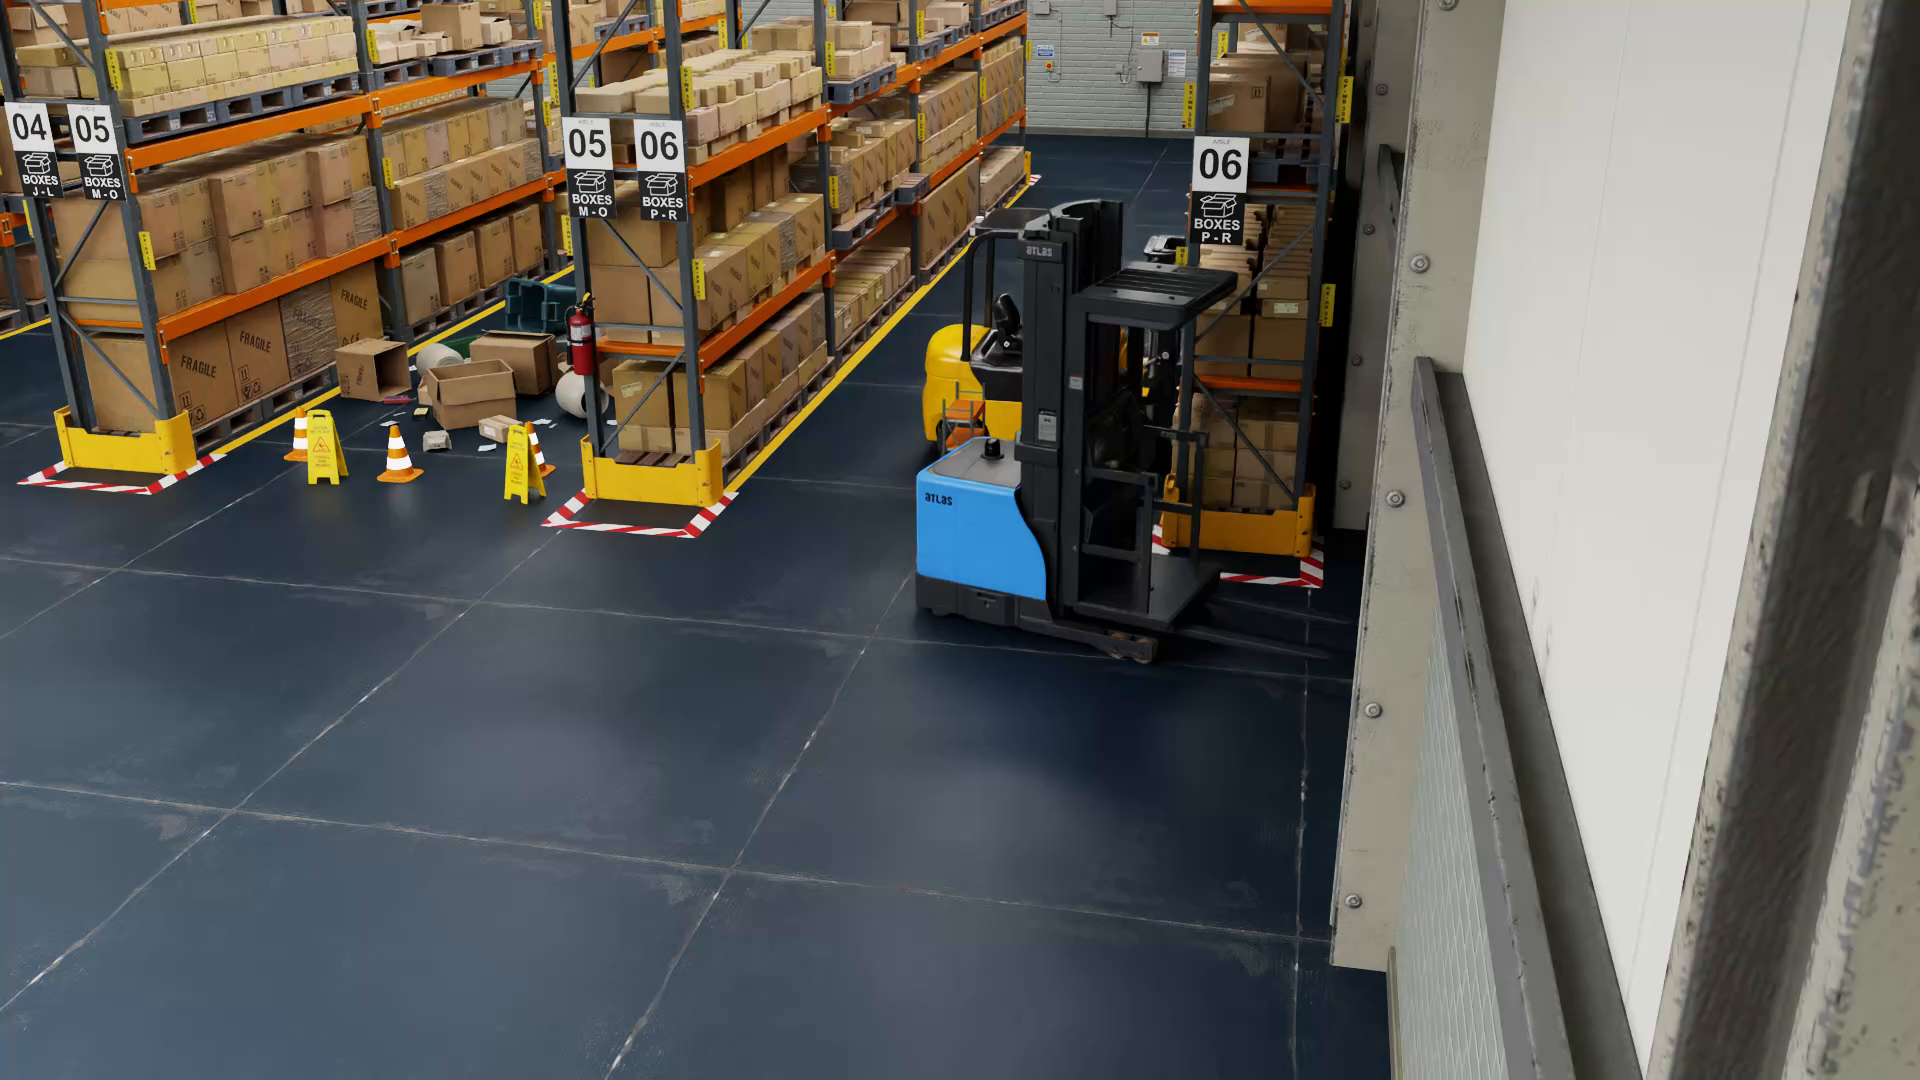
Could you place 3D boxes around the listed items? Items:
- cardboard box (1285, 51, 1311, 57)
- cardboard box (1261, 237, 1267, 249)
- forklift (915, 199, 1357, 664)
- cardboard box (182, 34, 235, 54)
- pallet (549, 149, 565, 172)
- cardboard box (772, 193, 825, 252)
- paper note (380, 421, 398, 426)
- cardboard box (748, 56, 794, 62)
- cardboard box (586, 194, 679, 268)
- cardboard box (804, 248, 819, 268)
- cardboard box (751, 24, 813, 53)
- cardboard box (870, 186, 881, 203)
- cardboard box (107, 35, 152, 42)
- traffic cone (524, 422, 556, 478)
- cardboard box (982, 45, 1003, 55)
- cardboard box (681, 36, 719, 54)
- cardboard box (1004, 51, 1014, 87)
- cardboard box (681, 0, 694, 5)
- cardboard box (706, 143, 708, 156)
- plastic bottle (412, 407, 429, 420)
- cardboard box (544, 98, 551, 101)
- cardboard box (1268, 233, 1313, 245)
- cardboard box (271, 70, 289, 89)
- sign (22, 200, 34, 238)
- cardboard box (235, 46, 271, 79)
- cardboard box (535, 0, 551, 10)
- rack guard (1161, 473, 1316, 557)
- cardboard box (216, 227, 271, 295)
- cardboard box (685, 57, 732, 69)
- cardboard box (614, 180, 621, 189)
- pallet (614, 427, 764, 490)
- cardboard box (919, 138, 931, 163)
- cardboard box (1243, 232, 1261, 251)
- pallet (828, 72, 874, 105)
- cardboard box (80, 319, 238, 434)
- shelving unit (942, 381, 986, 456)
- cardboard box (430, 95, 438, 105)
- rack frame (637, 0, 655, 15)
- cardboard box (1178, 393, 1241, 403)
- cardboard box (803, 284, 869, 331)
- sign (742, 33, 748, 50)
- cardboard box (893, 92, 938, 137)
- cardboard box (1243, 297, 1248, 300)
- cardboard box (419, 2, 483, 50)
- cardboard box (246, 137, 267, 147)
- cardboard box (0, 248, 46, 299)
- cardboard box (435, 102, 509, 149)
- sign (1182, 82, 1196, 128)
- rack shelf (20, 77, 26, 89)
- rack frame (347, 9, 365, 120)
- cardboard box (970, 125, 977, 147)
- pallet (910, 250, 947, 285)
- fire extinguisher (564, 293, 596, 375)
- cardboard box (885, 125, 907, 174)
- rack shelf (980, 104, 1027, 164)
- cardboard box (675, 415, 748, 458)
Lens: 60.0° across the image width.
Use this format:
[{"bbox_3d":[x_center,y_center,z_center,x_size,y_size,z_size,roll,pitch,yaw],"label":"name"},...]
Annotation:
[{"bbox_3d":[3.485,-5.034,17.470,0.380,0.166,0.250,4,22,11],"label":"cardboard box"},{"bbox_3d":[2.593,-2.544,15.551,0.500,0.500,0.500,5,22,12],"label":"cardboard box"},{"bbox_3d":[1.227,-0.746,11.313,3.031,2.935,1.130,11,24,25],"label":"forklift"},{"bbox_3d":[-6.874,-4.535,15.186,0.380,0.149,0.250,4,22,10],"label":"cardboard box"},{"bbox_3d":[-5.840,-5.192,22.516,1.213,0.211,1.003,4,22,11],"label":"pallet"},{"bbox_3d":[-1.678,-3.211,16.811,0.500,0.500,0.500,4,22,10],"label":"cardboard box"},{"bbox_3d":[-5.540,-1.137,16.168,0.144,0.017,0.142,13,25,29],"label":"paper note"},{"bbox_3d":[-1.801,-4.531,15.874,0.380,0.149,0.250,5,22,12],"label":"cardboard box"},{"bbox_3d":[-2.757,-2.597,13.947,0.700,0.500,0.500,4,22,10],"label":"cardboard box"},{"bbox_3d":[-1.642,-2.859,16.805,0.380,0.149,0.250,5,22,12],"label":"cardboard box"},{"bbox_3d":[-1.838,-5.179,17.182,0.500,0.250,0.500,5,22,12],"label":"cardboard box"},{"bbox_3d":[-1.116,-3.939,18.924,0.380,0.149,0.250,5,23,13],"label":"cardboard box"},{"bbox_3d":[-7.569,-4.492,15.080,0.380,0.149,0.250,5,22,11],"label":"cardboard box"},{"bbox_3d":[-3.822,-0.824,14.812,0.336,0.463,0.334,4,22,11],"label":"traffic cone"},{"bbox_3d":[0.462,-7.696,26.138,0.380,0.149,0.250,5,23,13],"label":"cardboard box"},{"bbox_3d":[-4.300,-8.023,27.420,0.500,0.500,0.500,6,23,14],"label":"cardboard box"},{"bbox_3d":[0.570,-7.539,26.615,0.500,0.500,0.500,4,22,11],"label":"cardboard box"},{"bbox_3d":[-4.510,-8.551,26.117,0.500,0.250,0.500,5,22,12],"label":"cardboard box"},{"bbox_3d":[-2.296,-3.220,13.685,0.380,0.149,0.250,4,22,9],"label":"cardboard box"},{"bbox_3d":[-5.317,-1.252,16.410,0.133,0.061,0.283,-3,22,-8],"label":"plastic bottle"},{"bbox_3d":[-5.859,-6.247,23.858,0.380,0.149,0.250,5,23,13],"label":"cardboard box"},{"bbox_3d":[2.834,-2.524,14.235,0.380,0.149,0.250,5,22,11],"label":"cardboard box"},{"bbox_3d":[-6.717,-4.441,16.022,0.380,0.149,0.250,4,22,10],"label":"cardboard box"},{"bbox_3d":[-8.042,-2.779,14.403,0.100,0.325,0.005,4,22,11],"label":"sign"},{"bbox_3d":[-6.856,-4.498,15.628,0.500,0.250,0.500,4,22,11],"label":"cardboard box"},{"bbox_3d":[-5.424,-7.120,21.874,0.396,0.266,0.258,4,22,11],"label":"cardboard box"},{"bbox_3d":[2.208,-0.200,13.212,1.175,0.500,0.348,4,22,11],"label":"rack guard"},{"bbox_3d":[-7.154,-2.693,15.854,0.875,0.550,0.550,4,22,11],"label":"cardboard box"},{"bbox_3d":[-2.382,-4.476,15.735,0.380,0.149,0.250,4,22,11],"label":"cardboard box"},{"bbox_3d":[-5.182,-5.185,24.023,0.500,0.250,0.500,3,22,9],"label":"cardboard box"},{"bbox_3d":[-2.431,-0.774,15.024,1.003,0.211,1.213,4,22,11],"label":"pallet"},{"bbox_3d":[-0.670,-5.000,21.316,0.500,0.250,0.500,4,22,11],"label":"cardboard box"},{"bbox_3d":[2.387,-2.562,14.331,0.380,0.149,0.250,5,22,12],"label":"cardboard box"},{"bbox_3d":[-1.601,-4.730,17.351,1.213,0.211,1.003,4,22,11],"label":"pallet"},{"bbox_3d":[-7.440,-1.548,15.495,0.875,0.875,0.875,5,22,11],"label":"cardboard box"},{"bbox_3d":[0.034,-0.617,13.310,0.258,1.200,0.503,4,22,11],"label":"shelving unit"},{"bbox_3d":[-9.146,-7.522,28.381,0.380,0.149,0.250,5,22,12],"label":"cardboard box"},{"bbox_3d":[-5.065,-9.257,24.324,1.000,3.000,0.127,4,22,11],"label":"rack frame"},{"bbox_3d":[2.100,-1.131,13.957,0.500,0.250,0.500,5,22,12],"label":"cardboard box"},{"bbox_3d":[-1.583,-2.640,18.878,0.950,0.372,0.625,6,23,14],"label":"cardboard box"},{"bbox_3d":[-3.710,-8.572,28.679,0.100,0.325,0.005,4,22,11],"label":"sign"},{"bbox_3d":[-0.583,-5.525,21.616,0.500,0.500,0.500,5,22,11],"label":"cardboard box"},{"bbox_3d":[2.145,-2.050,13.457,0.380,0.149,0.250,5,22,12],"label":"cardboard box"},{"bbox_3d":[-5.962,-6.034,19.505,0.500,0.500,0.500,4,22,11],"label":"cardboard box"},{"bbox_3d":[-10.248,-5.819,23.683,0.500,0.500,0.500,4,22,9],"label":"cardboard box"},{"bbox_3d":[-11.386,-3.231,20.149,0.700,0.500,0.500,3,22,7],"label":"cardboard box"},{"bbox_3d":[-6.085,-5.173,20.742,0.700,0.500,0.500,4,22,10],"label":"cardboard box"},{"bbox_3d":[1.684,-3.180,12.171,0.100,0.325,0.005,4,22,11],"label":"sign"},{"bbox_3d":[-11.125,-5.753,20.601,1.077,0.370,4.000,4,22,11],"label":"rack shelf"},{"bbox_3d":[-9.900,-6.890,26.476,1.000,3.000,0.127,4,22,11],"label":"rack frame"},{"bbox_3d":[-0.043,-5.881,24.173,0.500,0.250,0.500,4,22,10],"label":"cardboard box"},{"bbox_3d":[-0.780,-3.660,22.190,1.003,0.211,1.213,4,22,11],"label":"pallet"},{"bbox_3d":[-3.122,-1.703,13.701,0.296,0.674,0.183,4,22,11],"label":"fire extinguisher"},{"bbox_3d":[-0.930,-4.673,19.878,0.500,0.500,0.500,4,22,10],"label":"cardboard box"},{"bbox_3d":[0.209,-6.532,26.551,1.077,0.370,4.000,4,22,11],"label":"rack shelf"},{"bbox_3d":[-2.212,-0.939,14.818,0.500,0.250,0.500,4,22,10],"label":"cardboard box"}]
